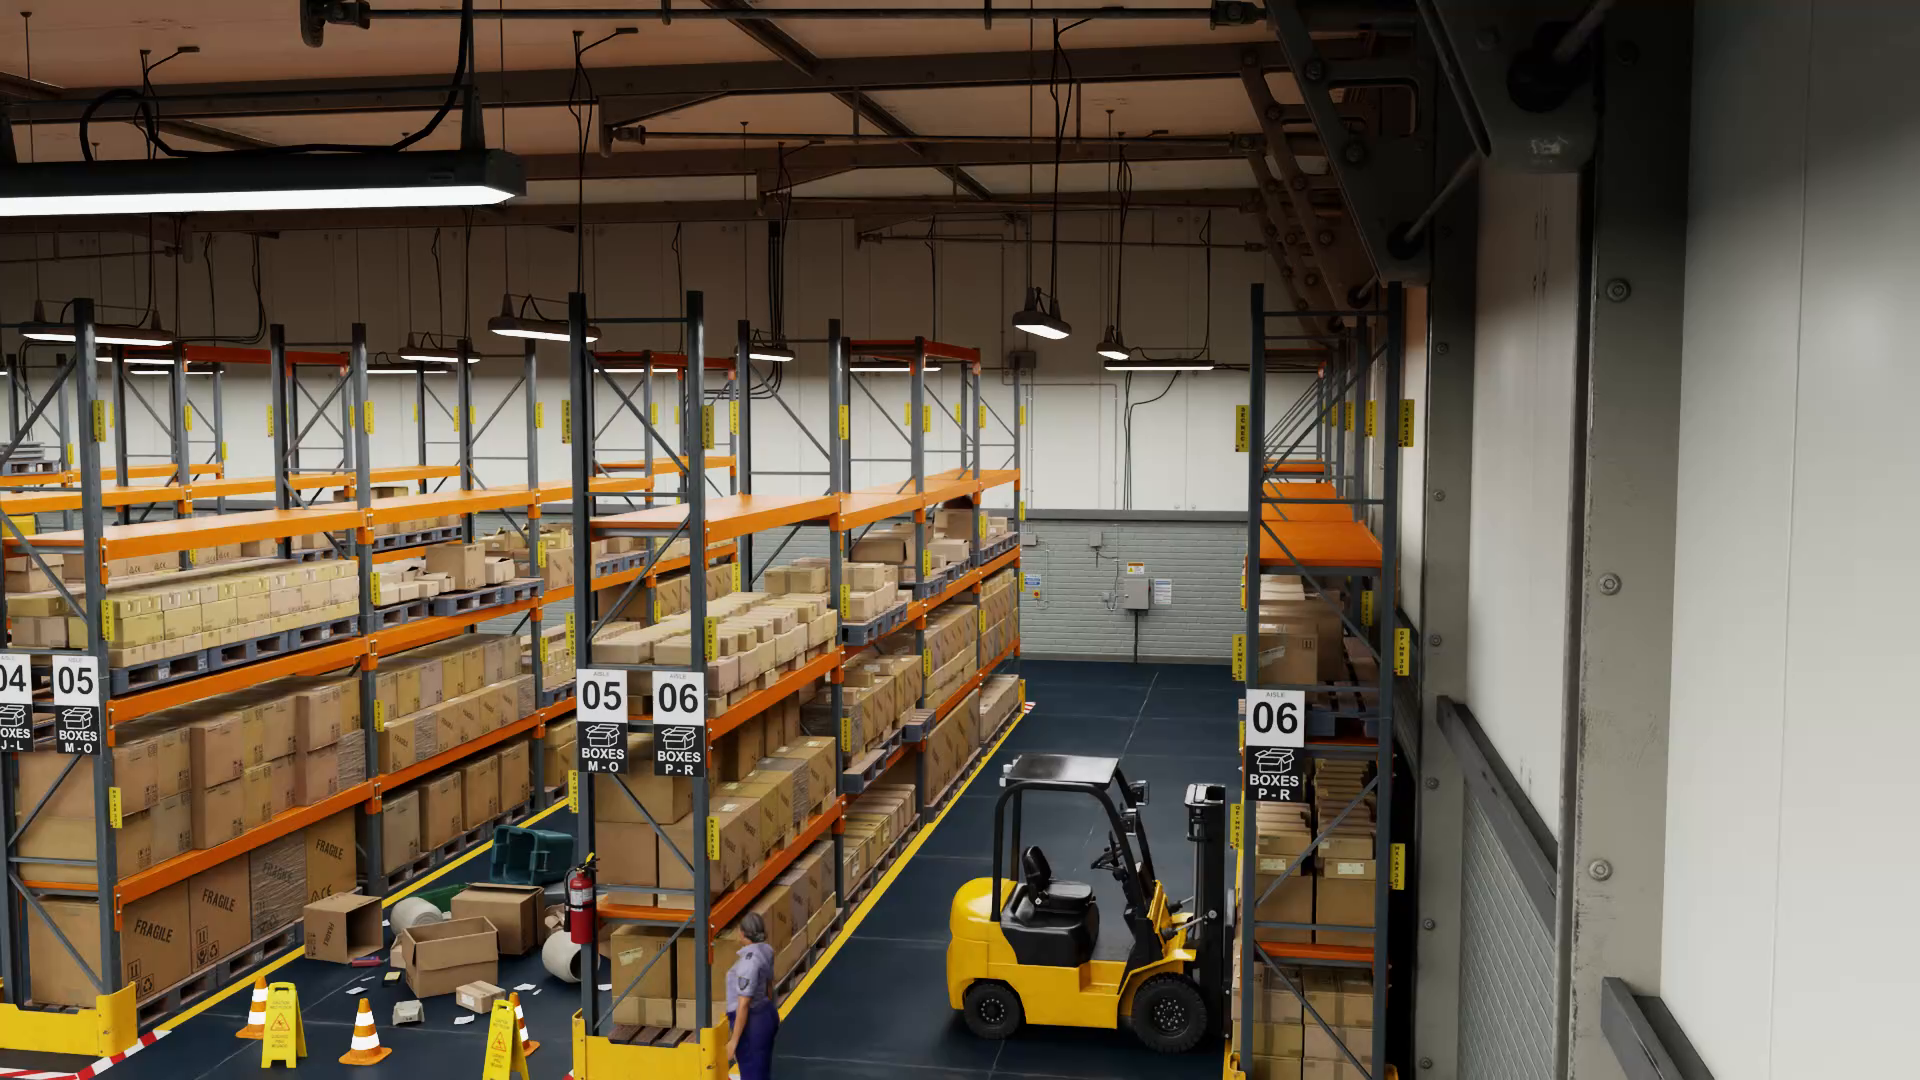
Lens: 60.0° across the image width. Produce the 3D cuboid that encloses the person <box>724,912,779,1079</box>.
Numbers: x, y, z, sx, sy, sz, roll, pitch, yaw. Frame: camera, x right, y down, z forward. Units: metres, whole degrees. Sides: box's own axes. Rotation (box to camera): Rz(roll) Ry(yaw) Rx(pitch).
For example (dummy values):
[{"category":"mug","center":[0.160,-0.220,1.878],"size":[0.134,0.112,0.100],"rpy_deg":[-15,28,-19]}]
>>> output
[{"category":"person","center":[-1.447,3.422,11.583],"size":[0.374,1.677,0.543],"rpy_deg":[0,5,6]}]
